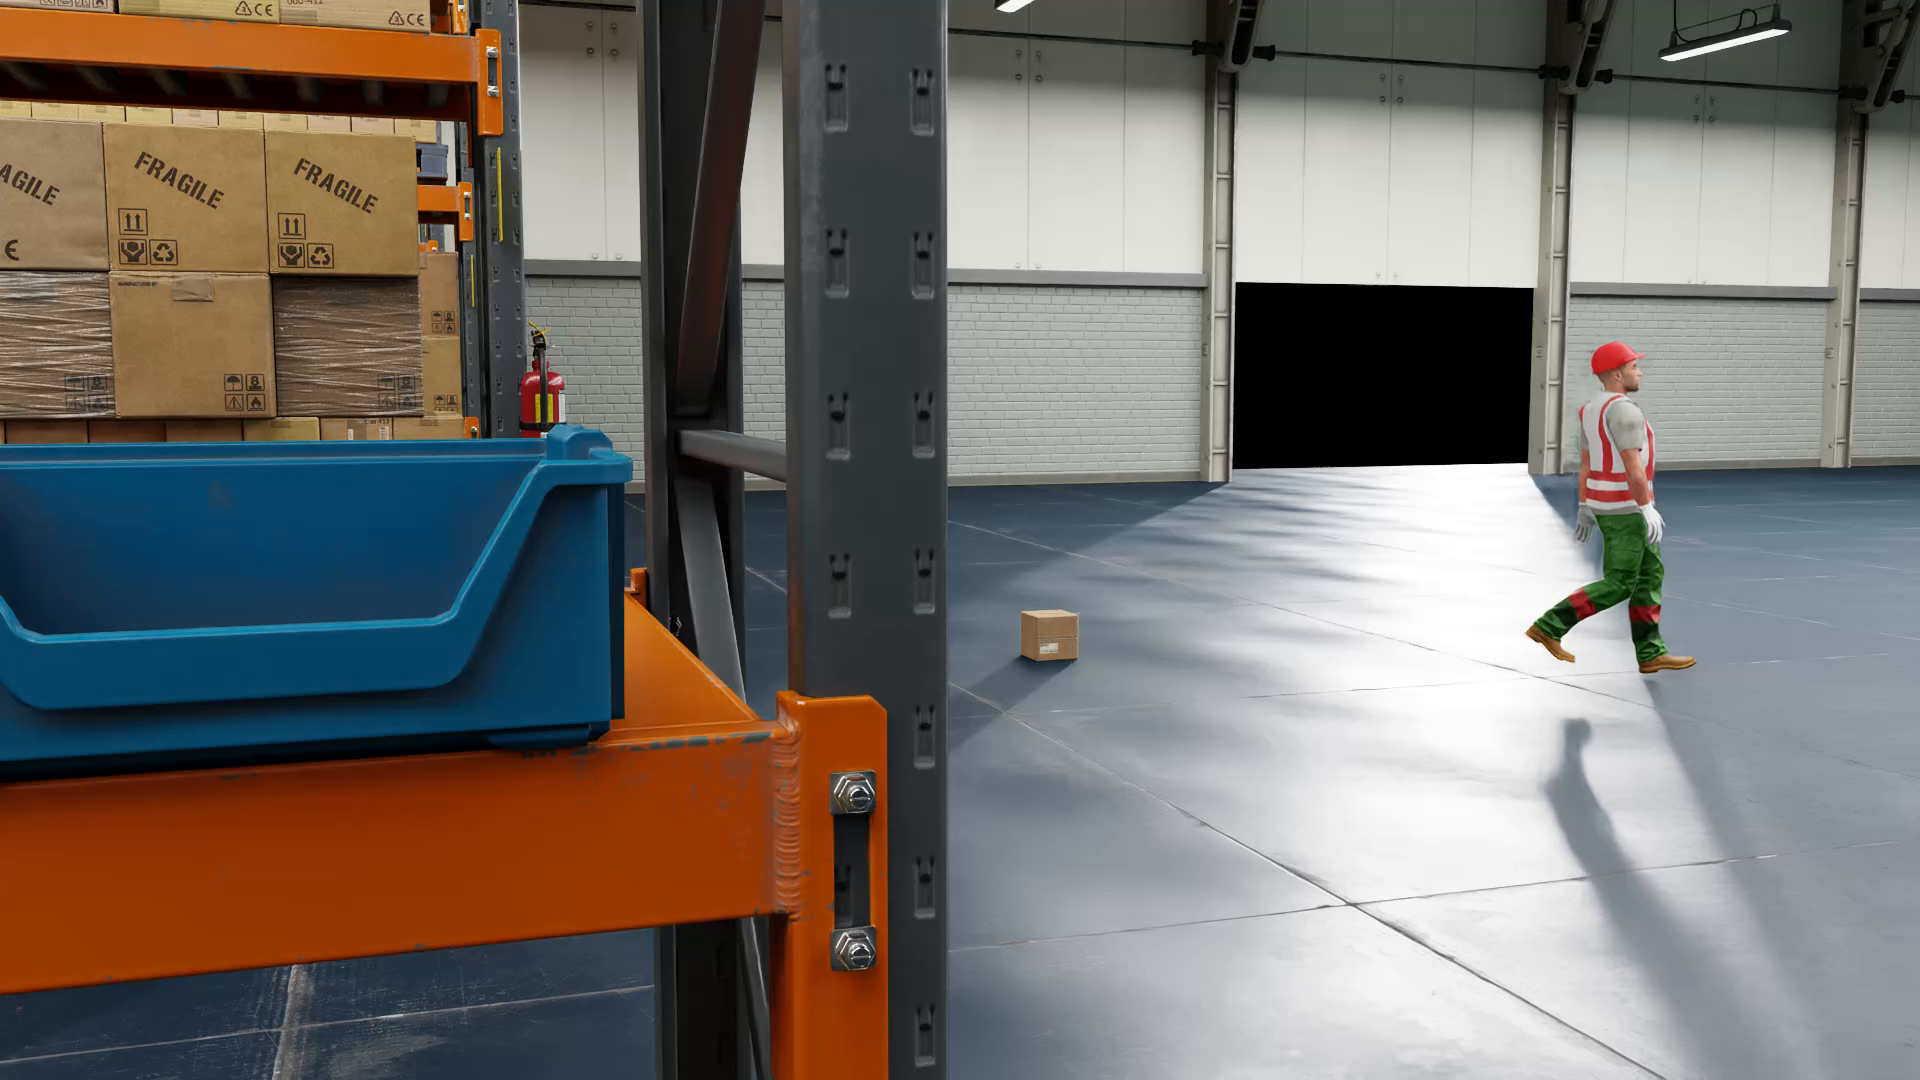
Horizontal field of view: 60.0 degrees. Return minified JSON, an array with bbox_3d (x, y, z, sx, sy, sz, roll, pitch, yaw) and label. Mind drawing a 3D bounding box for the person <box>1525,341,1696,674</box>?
[{"bbox_3d":[3.452,-0.160,8.756,0.934,1.761,0.559,1,6,6],"label":"person"}]
